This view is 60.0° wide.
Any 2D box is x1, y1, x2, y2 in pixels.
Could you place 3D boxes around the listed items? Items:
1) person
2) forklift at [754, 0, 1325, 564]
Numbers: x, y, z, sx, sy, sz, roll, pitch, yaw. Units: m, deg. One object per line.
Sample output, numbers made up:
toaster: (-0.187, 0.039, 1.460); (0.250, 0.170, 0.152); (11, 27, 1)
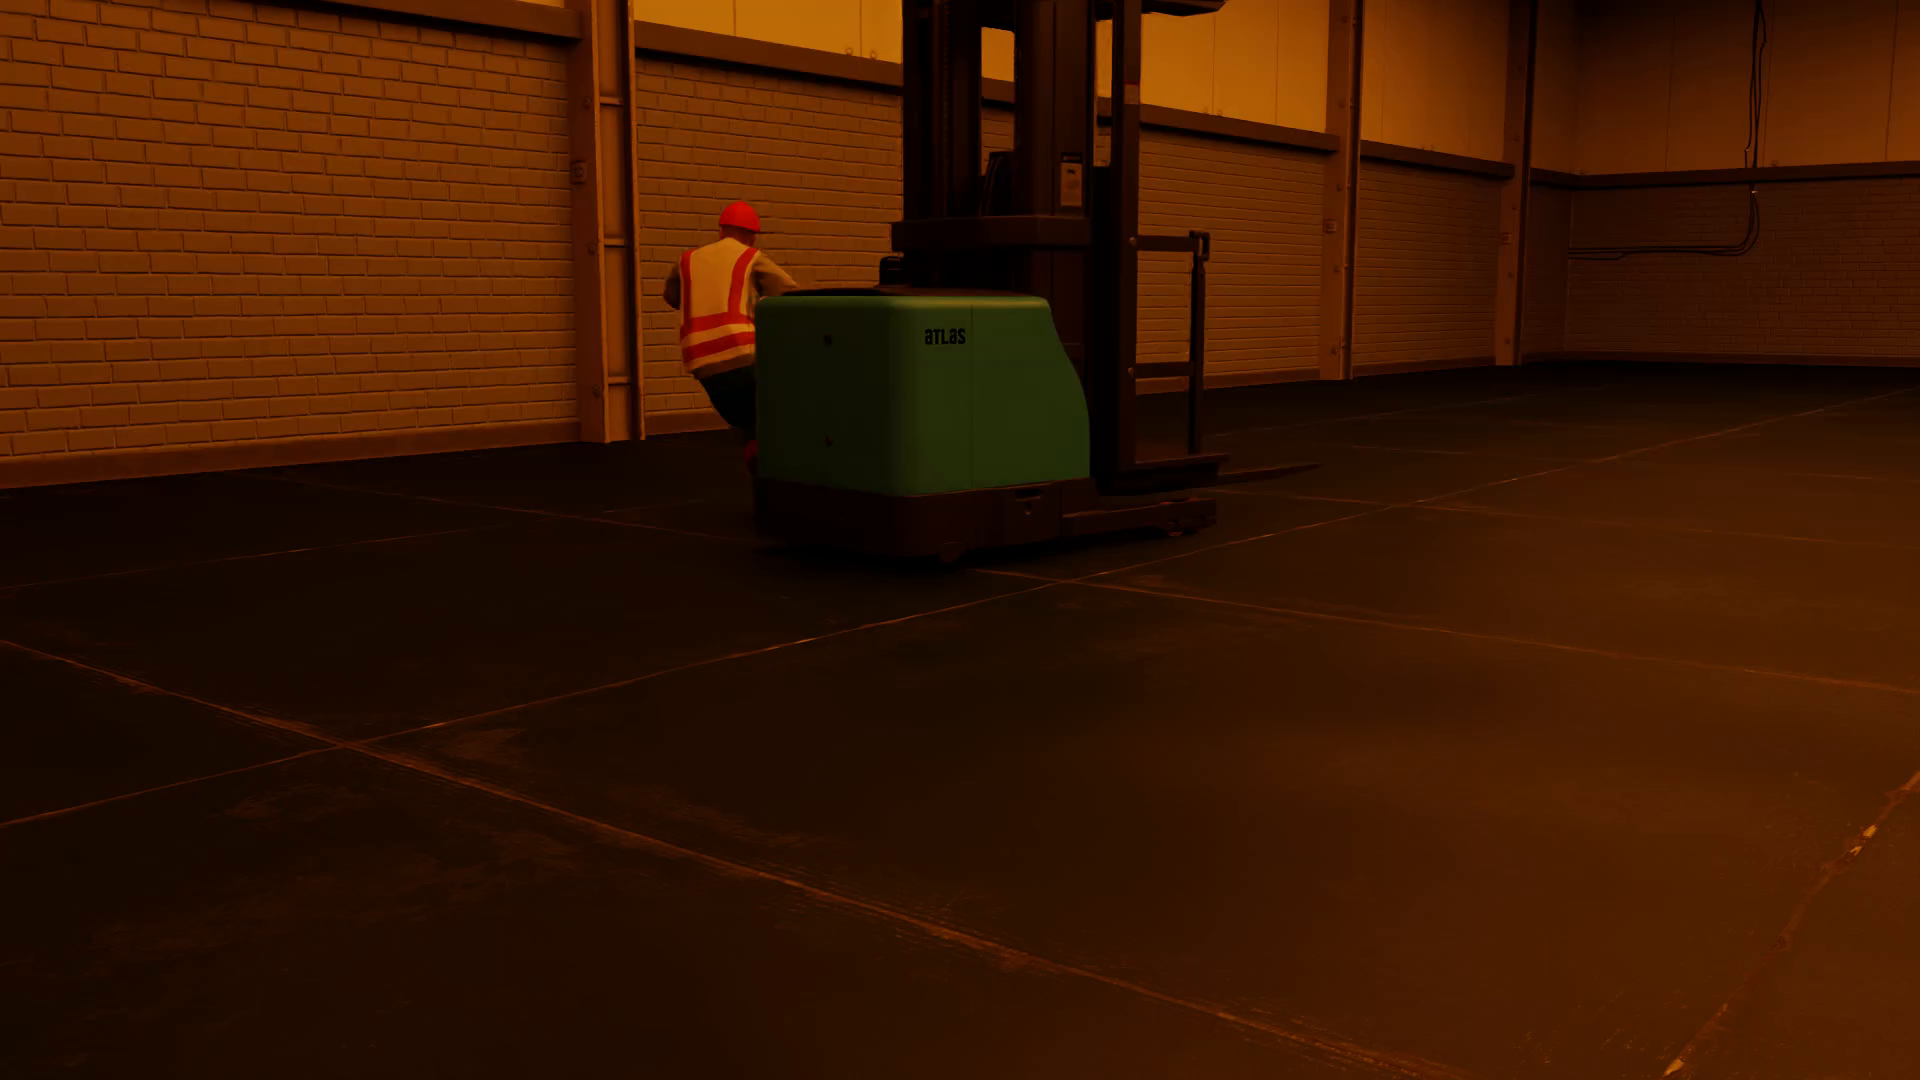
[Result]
person: (-0.919, -0.903, 8.181); (1.187, 1.501, 0.934); (2, 8, 11)
forklift: (0.542, -1.510, 7.600); (3.031, 2.935, 1.130); (-8, 11, -42)
